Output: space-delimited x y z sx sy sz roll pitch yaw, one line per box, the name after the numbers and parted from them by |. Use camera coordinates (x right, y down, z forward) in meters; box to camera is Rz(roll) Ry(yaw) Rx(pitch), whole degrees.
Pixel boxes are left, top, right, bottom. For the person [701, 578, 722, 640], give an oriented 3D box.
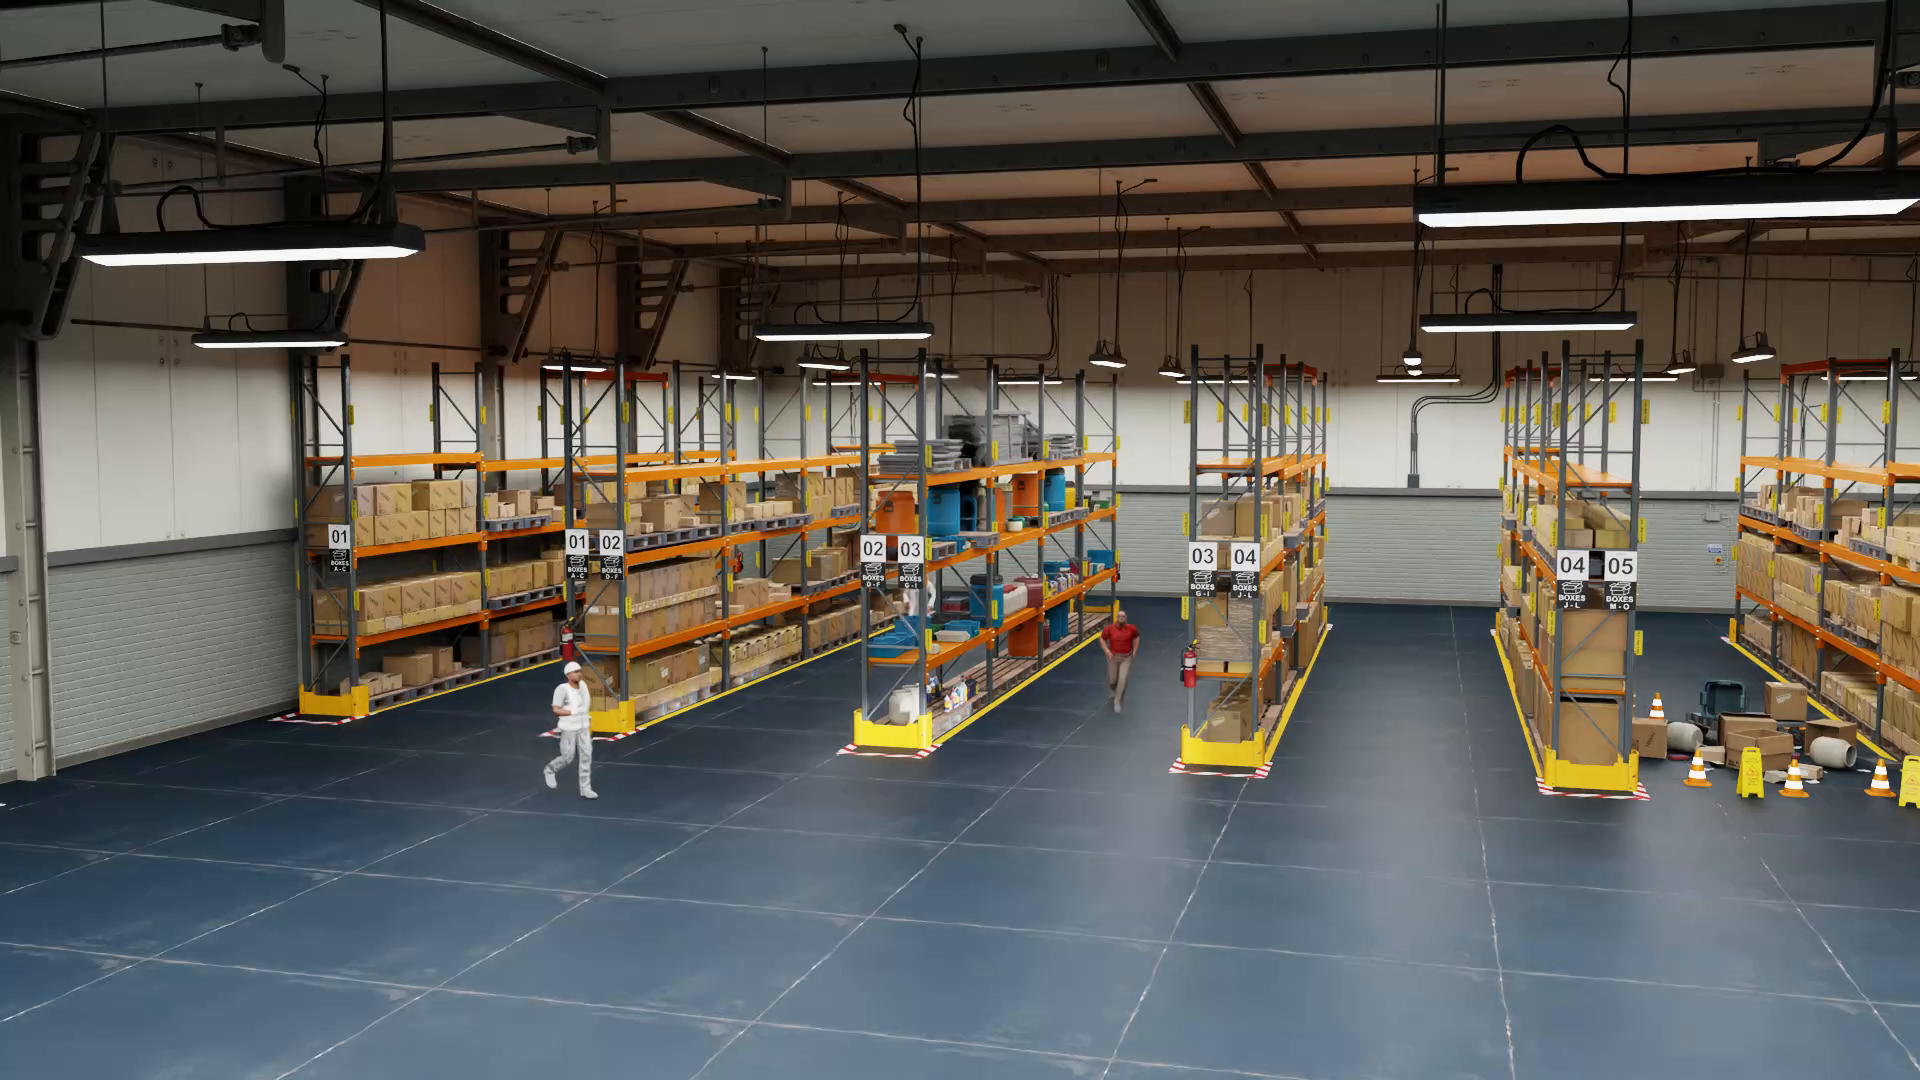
-5.160 1.586 34.672 0.593 1.705 0.815 1 4 9 | person

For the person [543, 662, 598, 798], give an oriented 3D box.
-5.092 2.469 21.793 0.896 1.765 0.696 3 5 33 | person

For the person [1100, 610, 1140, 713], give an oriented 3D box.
2.727 2.042 28.373 0.688 1.713 0.813 0 4 0 | person

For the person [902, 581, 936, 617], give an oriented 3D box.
-0.873 1.493 35.451 0.742 1.736 0.707 1 4 9 | person
